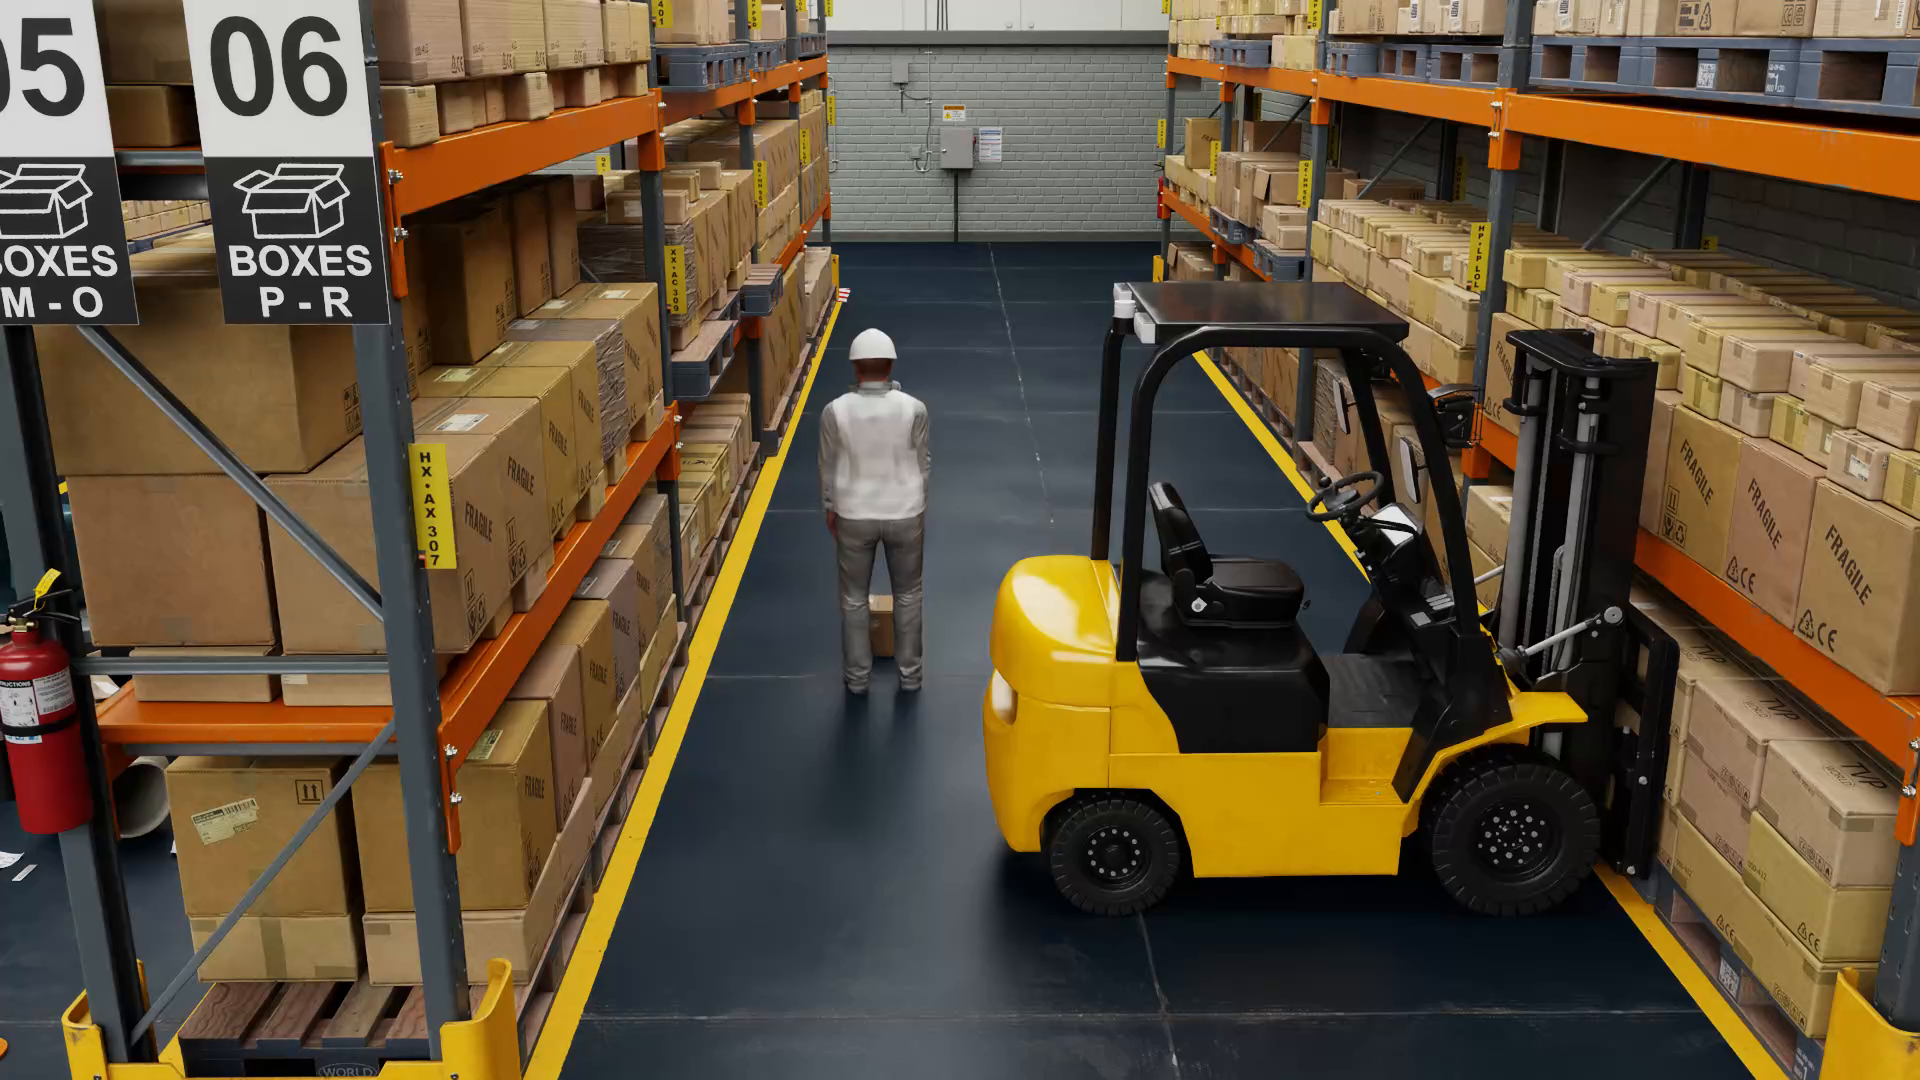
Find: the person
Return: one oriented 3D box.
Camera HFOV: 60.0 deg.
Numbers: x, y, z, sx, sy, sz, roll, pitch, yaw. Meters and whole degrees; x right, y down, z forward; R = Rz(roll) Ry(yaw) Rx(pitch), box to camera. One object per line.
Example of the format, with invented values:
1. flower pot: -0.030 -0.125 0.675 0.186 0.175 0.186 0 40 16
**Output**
1. person: -0.408 -0.130 7.959 0.538 1.759 0.378 -1 17 -3
